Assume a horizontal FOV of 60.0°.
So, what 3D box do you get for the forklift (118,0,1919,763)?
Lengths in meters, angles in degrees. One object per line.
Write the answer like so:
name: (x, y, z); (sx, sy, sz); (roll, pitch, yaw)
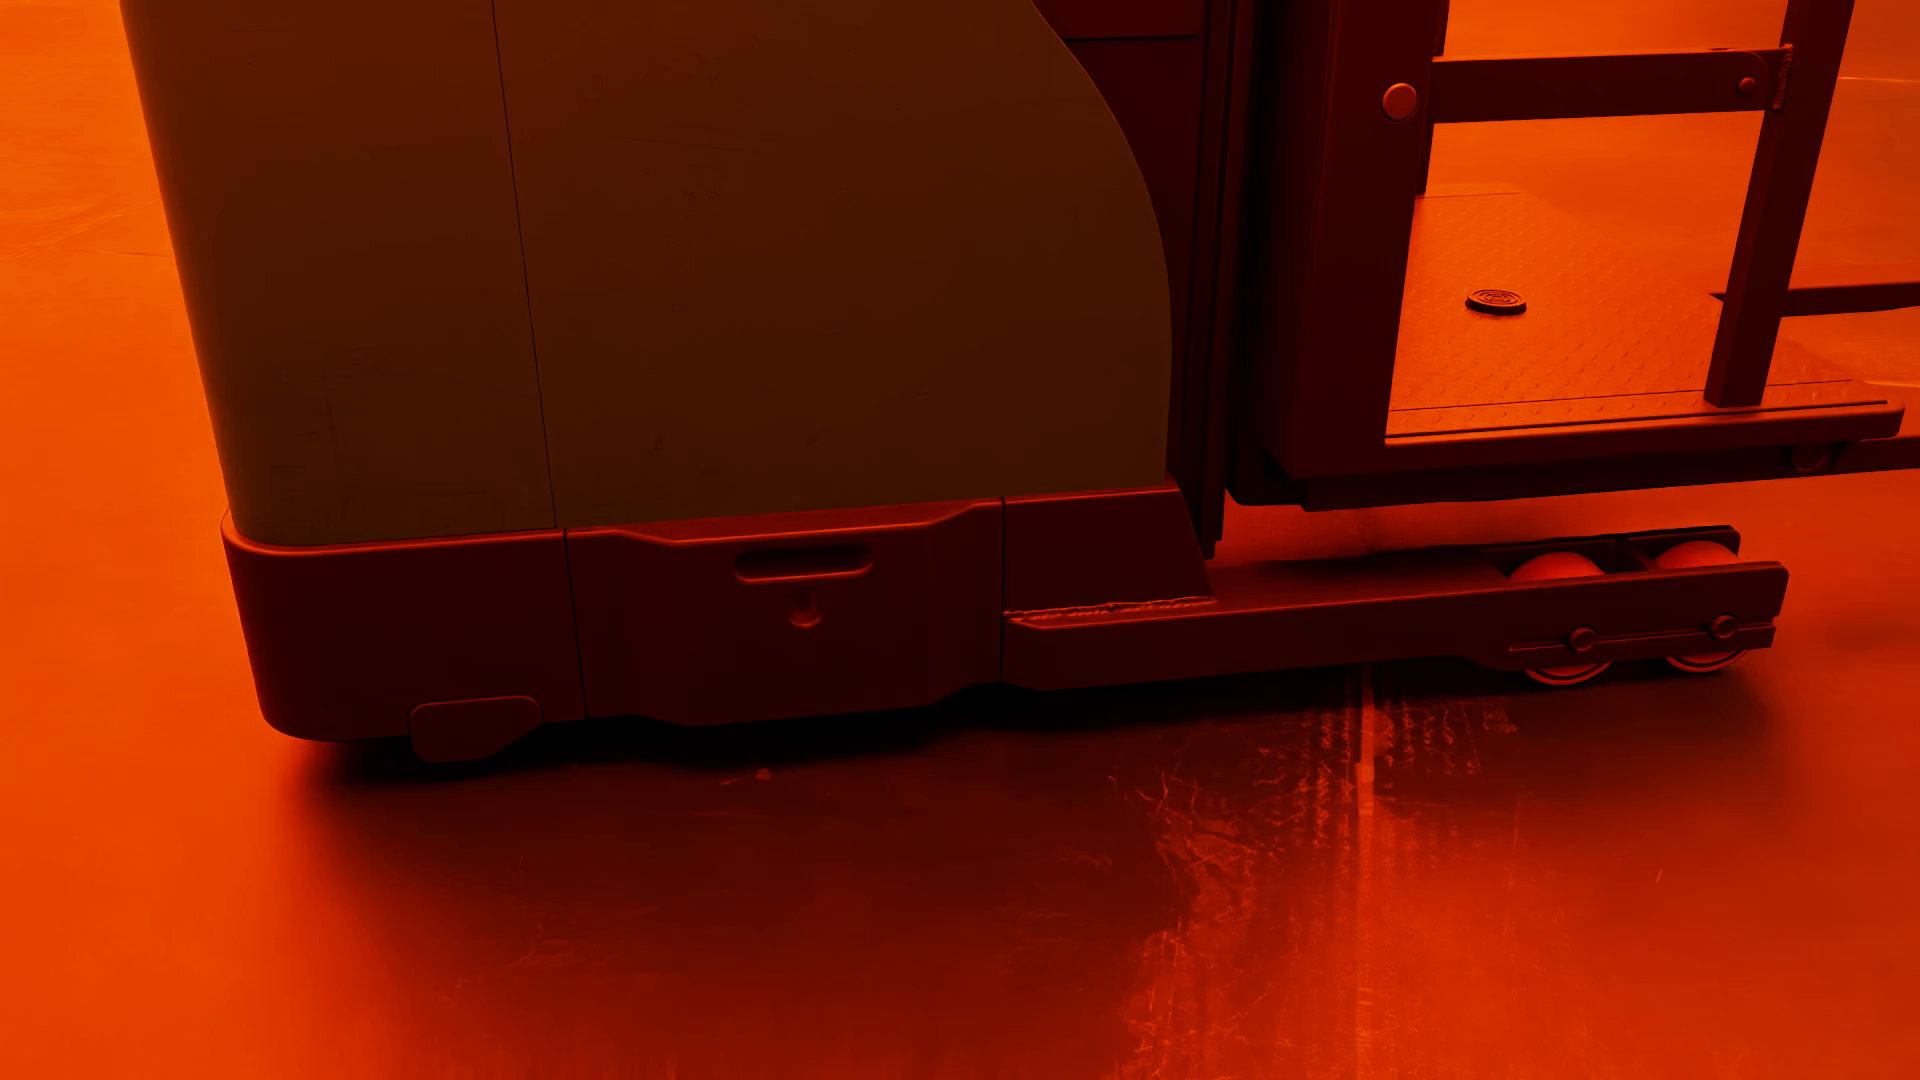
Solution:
forklift: (0.600, -1.354, 1.930); (3.031, 2.935, 1.130); (-4, 27, -9)
